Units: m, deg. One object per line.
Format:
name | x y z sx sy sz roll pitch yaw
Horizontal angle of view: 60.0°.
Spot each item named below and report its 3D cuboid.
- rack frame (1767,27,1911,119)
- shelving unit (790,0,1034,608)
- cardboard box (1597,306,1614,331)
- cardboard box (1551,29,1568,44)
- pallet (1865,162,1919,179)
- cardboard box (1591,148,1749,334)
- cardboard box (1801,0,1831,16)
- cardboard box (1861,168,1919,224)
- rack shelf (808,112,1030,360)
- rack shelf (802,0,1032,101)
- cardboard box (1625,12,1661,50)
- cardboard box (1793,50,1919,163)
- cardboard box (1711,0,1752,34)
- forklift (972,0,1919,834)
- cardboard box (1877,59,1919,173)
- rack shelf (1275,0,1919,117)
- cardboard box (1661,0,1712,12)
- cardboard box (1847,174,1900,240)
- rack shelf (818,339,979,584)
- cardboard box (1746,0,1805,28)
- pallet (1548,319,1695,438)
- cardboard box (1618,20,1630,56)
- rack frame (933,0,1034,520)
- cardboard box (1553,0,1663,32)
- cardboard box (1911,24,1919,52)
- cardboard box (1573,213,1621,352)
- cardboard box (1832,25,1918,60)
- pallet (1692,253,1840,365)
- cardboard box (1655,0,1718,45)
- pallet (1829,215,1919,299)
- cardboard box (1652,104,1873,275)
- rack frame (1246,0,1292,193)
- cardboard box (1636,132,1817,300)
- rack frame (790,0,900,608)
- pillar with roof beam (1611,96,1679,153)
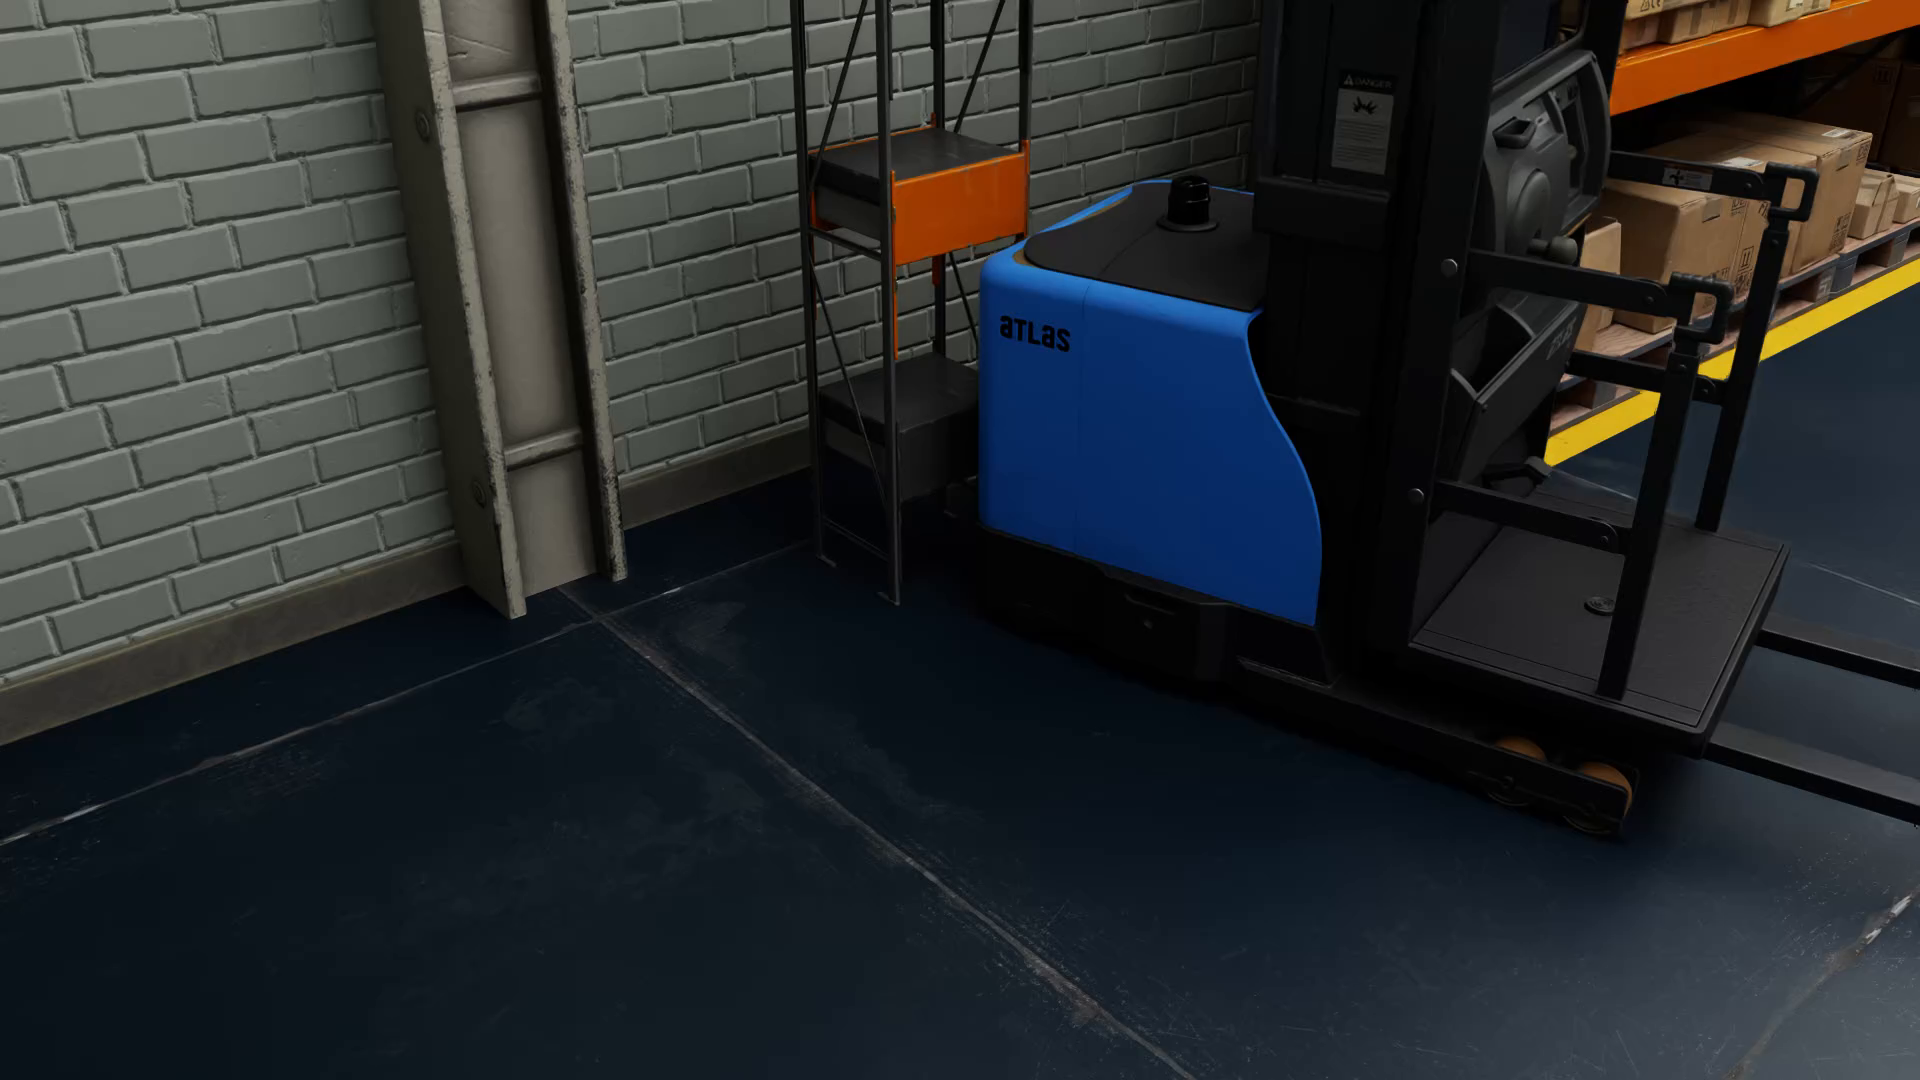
rack frame | 4.426 -2.932 7.555 0.127 3.000 1.000 -22 35 -35
shelving unit | -0.127 -0.876 4.661 0.503 2.100 0.431 -22 35 -35
cardboard box | 2.258 -0.906 6.341 0.250 0.149 0.380 -24 36 -37
cardboard box | 1.811 -1.600 5.328 0.250 0.149 0.380 -22 35 -35
pallet | 5.020 -1.965 8.703 1.213 0.211 1.003 -22 35 -35
cardboard box | 2.585 -1.192 6.505 0.500 0.500 0.700 -20 34 -33
cardboard box | 3.010 -2.064 6.197 0.250 0.149 0.380 -21 35 -34
cardboard box | 4.193 -1.585 7.612 0.250 0.149 0.380 -23 36 -36
rack shelf | -0.127 -0.864 4.667 0.480 0.518 0.431 -22 35 -35
rack shelf | -0.126 -1.481 4.337 0.480 0.518 0.431 -22 35 -35
cardboard box | 2.152 -1.787 5.679 0.250 0.149 0.380 -22 35 -36
cardboard box | 4.607 -2.271 8.524 0.500 0.500 0.500 -22 35 -35
cardboard box | 2.582 -1.926 5.938 0.250 0.149 0.380 -21 35 -34
forklift | 1.547 -0.882 3.792 3.031 2.935 1.130 17 33 29
cardboard box | 4.940 -2.082 8.171 0.500 0.500 0.500 -20 34 -33
rack shelf | 2.904 -2.003 6.579 4.000 0.370 1.077 -22 35 -35
cardboard box | 2.286 -1.970 5.598 0.500 0.250 0.500 -21 35 -34
cardboard box | 3.921 -1.527 7.380 0.258 0.266 0.396 -20 34 -33
rack shelf | -0.127 -0.247 4.997 0.480 0.518 0.431 -22 35 -35
cardboard box | 2.823 -1.976 6.032 0.250 0.149 0.380 -23 36 -36
pallet | 2.046 -0.746 6.423 1.213 0.211 1.003 -22 35 -35
cardboard box | 1.974 -1.694 5.505 0.250 0.149 0.380 -21 35 -34
rack frame | 0.059 -0.951 4.801 0.015 2.100 0.400 -22 35 -35
cardboard box | 1.903 -1.816 5.309 0.500 0.250 0.500 -22 35 -35
cardboard box | 4.715 -2.600 8.450 0.250 0.149 0.380 -22 35 -35
cardboard box | 1.910 -0.946 6.041 0.637 0.503 0.797 -24 36 -37
cardboard box | 4.519 -2.517 8.296 0.250 0.149 0.380 -24 36 -37
pallet | 2.974 -1.117 7.117 1.213 0.211 1.003 -22 35 -35
cardboard box | 2.384 -1.843 5.782 0.250 0.149 0.380 -21 34 -33
pallet | 3.903 -1.493 7.819 1.213 0.211 1.003 -22 35 -35
cardboard box | 3.375 -1.510 7.099 0.500 0.500 0.700 -23 36 -37
rack frame | 1.383 -1.709 5.265 0.127 3.000 1.000 -22 35 -35
cardboard box | 3.052 -1.318 6.740 0.500 0.500 0.500 -21 35 -34
rack frame | -0.312 -0.801 4.521 0.015 2.100 0.400 -22 35 -35
pillar with roof beam | 6.105 -4.145 3.458 0.400 9.000 9.100 -22 35 -35
